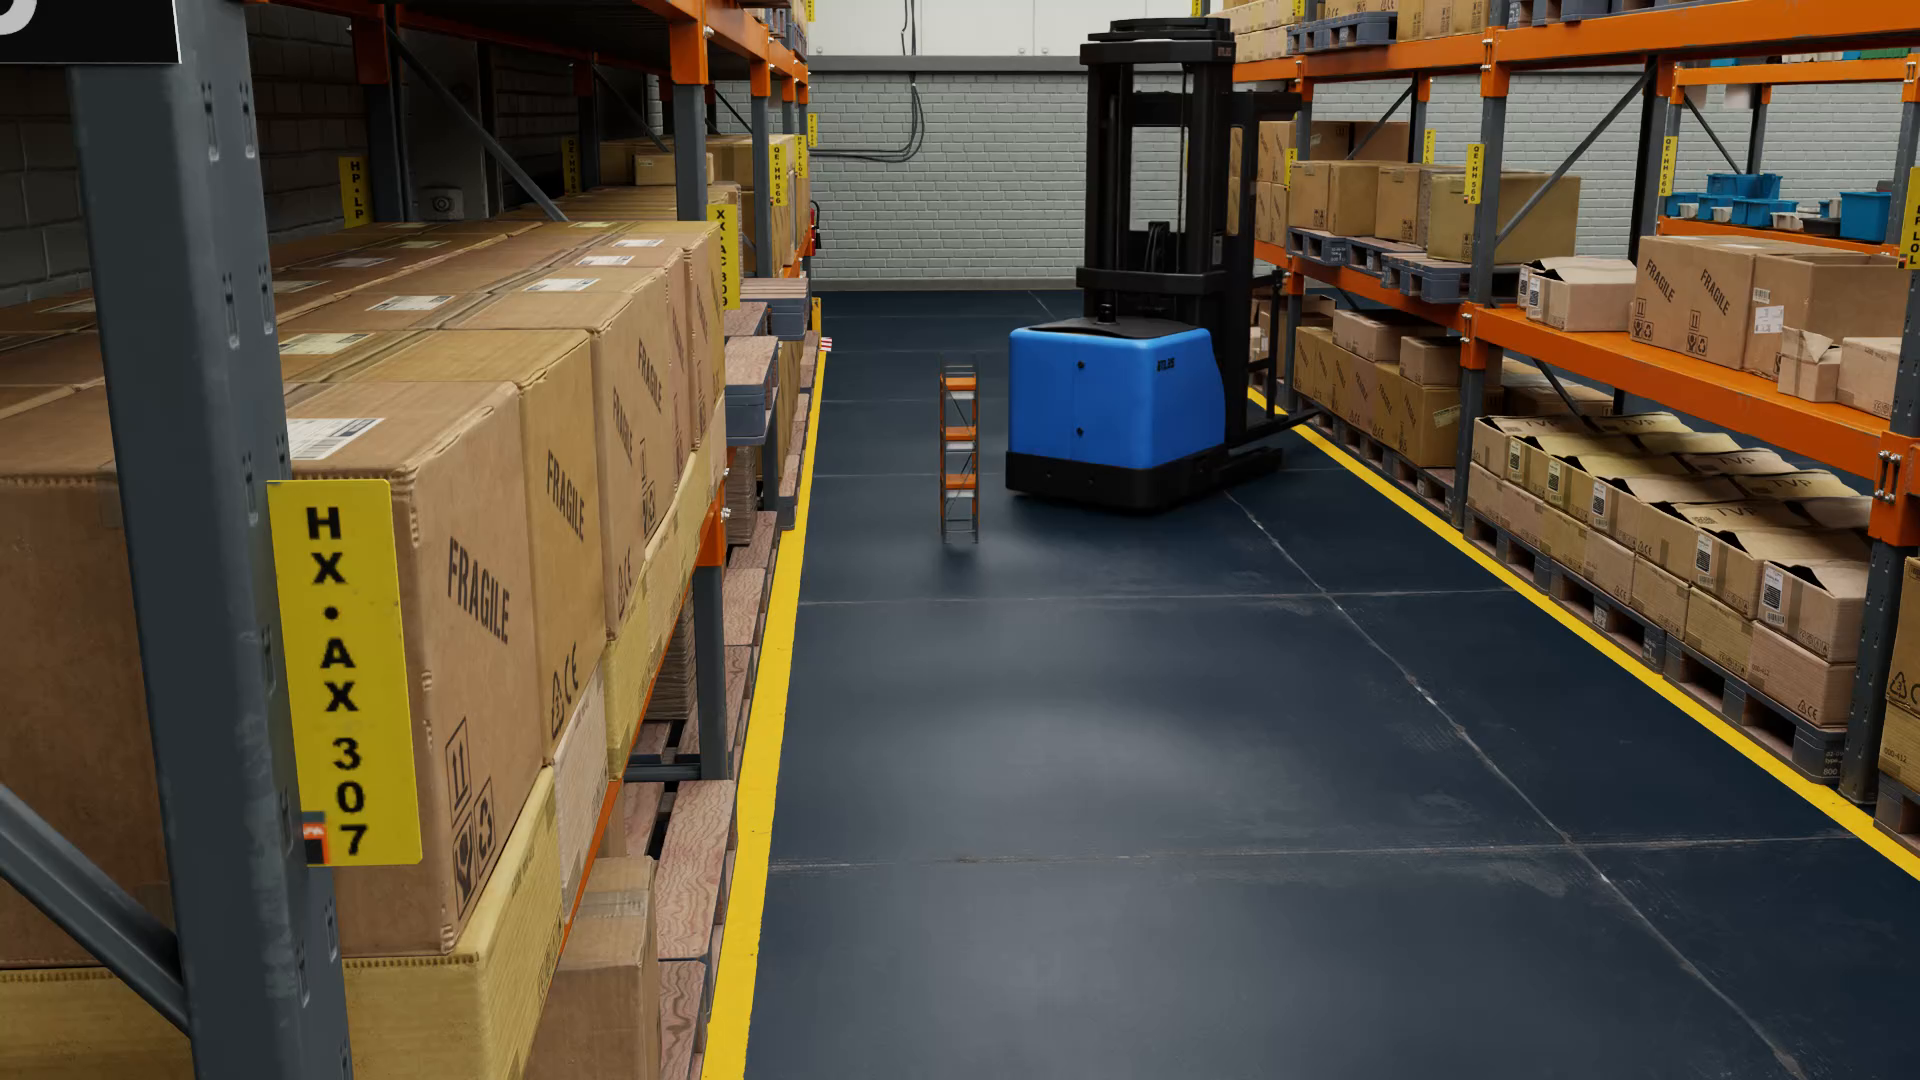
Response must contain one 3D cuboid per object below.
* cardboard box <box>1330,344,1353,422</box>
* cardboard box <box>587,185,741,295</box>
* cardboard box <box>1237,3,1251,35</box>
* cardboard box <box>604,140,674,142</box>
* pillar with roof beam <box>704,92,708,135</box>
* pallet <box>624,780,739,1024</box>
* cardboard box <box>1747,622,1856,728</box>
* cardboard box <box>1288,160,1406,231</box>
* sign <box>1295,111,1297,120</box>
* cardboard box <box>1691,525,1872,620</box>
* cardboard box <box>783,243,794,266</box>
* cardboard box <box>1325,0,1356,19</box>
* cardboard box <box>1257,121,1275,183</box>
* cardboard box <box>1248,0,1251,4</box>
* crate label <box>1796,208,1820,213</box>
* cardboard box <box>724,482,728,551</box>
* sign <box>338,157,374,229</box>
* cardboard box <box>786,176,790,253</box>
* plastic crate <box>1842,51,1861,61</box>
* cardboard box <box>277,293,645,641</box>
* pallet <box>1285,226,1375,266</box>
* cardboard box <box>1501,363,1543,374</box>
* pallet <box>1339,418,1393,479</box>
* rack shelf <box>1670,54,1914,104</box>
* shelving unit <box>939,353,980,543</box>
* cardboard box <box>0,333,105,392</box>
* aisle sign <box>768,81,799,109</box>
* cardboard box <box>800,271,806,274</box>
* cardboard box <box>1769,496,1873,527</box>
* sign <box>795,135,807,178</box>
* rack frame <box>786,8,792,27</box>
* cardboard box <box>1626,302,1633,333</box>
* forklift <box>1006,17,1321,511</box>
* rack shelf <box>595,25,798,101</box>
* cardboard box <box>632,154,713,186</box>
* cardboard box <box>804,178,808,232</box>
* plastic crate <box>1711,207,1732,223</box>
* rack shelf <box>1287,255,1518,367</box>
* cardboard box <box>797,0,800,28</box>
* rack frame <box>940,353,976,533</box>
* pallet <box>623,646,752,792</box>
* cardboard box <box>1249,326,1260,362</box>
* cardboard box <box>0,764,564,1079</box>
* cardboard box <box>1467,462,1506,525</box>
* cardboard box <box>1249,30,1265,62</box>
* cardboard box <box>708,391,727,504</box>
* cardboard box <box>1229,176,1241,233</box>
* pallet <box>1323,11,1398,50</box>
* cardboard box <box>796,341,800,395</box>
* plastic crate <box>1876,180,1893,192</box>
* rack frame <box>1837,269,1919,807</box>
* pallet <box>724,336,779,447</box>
[{"bbox_3d":[3.017,-1.145,12.089,0.500,0.500,0.500,-1,14,-3],"label":"cardboard box"},{"bbox_3d":[-1.433,-1.457,8.086,0.700,0.500,0.500,-2,15,-9],"label":"cardboard box"},{"bbox_3d":[2.775,-4.635,14.799,0.500,0.250,0.500,-1,14,-3],"label":"cardboard box"},{"bbox_3d":[-1.849,-2.254,9.924,0.500,0.250,0.500,-1,14,-5],"label":"cardboard box"},{"bbox_3d":[1.237,-7.070,18.947,9.100,9.000,0.400,-1,14,-3],"label":"pillar with roof beam"},{"bbox_3d":[-1.209,1.061,4.980,1.003,0.211,1.213,-1,14,-3],"label":"pallet"},{"bbox_3d":[3.343,0.496,6.254,0.500,0.250,0.500,-1,14,-4],"label":"cardboard box"},{"bbox_3d":[2.968,-2.654,12.777,0.700,0.500,0.500,-6,16,-22],"label":"cardboard box"},{"bbox_3d":[3.470,-4.235,17.009,0.100,0.325,0.005,-1,14,-3],"label":"sign"},{"bbox_3d":[3.308,0.098,6.677,0.500,0.311,0.500,0,14,-2],"label":"cardboard box"},{"bbox_3d":[-1.393,-2.062,11.983,0.380,0.149,0.250,-1,14,-3],"label":"cardboard box"},{"bbox_3d":[3.120,-4.150,12.370,0.600,0.600,0.600,-2,15,-9],"label":"cardboard box"},{"bbox_3d":[2.838,-3.305,14.144,0.500,0.500,0.500,-1,14,-5],"label":"cardboard box"},{"bbox_3d":[3.047,-5.127,15.208,0.700,0.500,0.500,-1,14,-3],"label":"cardboard box"},{"bbox_3d":[8.135,-3.154,16.172,0.396,0.136,0.243,-1,14,-3],"label":"crate label"},{"bbox_3d":[-1.521,-0.145,8.205,0.700,0.500,0.500,-1,14,-4],"label":"cardboard box"},{"bbox_3d":[-1.840,-1.007,5.098,0.100,0.325,0.005,-1,14,-3],"label":"sign"},{"bbox_3d":[-1.401,-2.161,11.068,0.500,0.500,0.500,0,14,-2],"label":"cardboard box"},{"bbox_3d":[7.731,-4.192,14.114,0.416,0.233,0.300,-1,14,-3],"label":"plastic crate"},{"bbox_3d":[-0.814,-0.137,2.793,0.500,0.500,0.500,-1,14,-5],"label":"cardboard box"},{"bbox_3d":[3.103,-2.230,12.558,1.003,0.211,1.213,-1,14,-3],"label":"pallet"},{"bbox_3d":[3.603,-0.903,11.151,0.500,0.500,0.500,-1,14,-4],"label":"cardboard box"},{"bbox_3d":[3.329,-0.667,11.694,1.003,0.211,1.213,-1,14,-3],"label":"pallet"},{"bbox_3d":[7.982,-4.200,15.255,1.077,0.370,4.000,-1,14,-3],"label":"rack shelf"},{"bbox_3d":[-0.003,-0.522,9.447,0.215,1.050,0.252,-1,14,-3],"label":"shelving unit"},{"bbox_3d":[-1.301,-0.001,2.266,0.500,0.500,0.500,-1,14,-3],"label":"cardboard box"},{"bbox_3d":[-1.735,-4.722,16.642,0.394,0.787,0.004,-1,14,-3],"label":"aisle sign"},{"bbox_3d":[-1.696,-2.546,16.273,0.380,0.149,0.250,-1,14,-4],"label":"cardboard box"},{"bbox_3d":[3.822,-0.037,7.199,0.500,0.311,0.500,-1,14,-5],"label":"cardboard box"},{"bbox_3d":[-1.241,-2.979,12.920,0.100,0.325,0.005,-1,14,-3],"label":"sign"},{"bbox_3d":[-1.782,-5.351,12.264,1.000,3.000,0.127,-1,14,-3],"label":"rack frame"},{"bbox_3d":[3.545,-1.090,8.248,0.380,0.149,0.250,0,14,1],"label":"cardboard box"},{"bbox_3d":[1.548,-1.911,11.070,1.130,2.935,3.031,10,17,34],"label":"forklift"},{"bbox_3d":[-1.658,-3.053,10.795,1.077,0.370,4.000,-1,14,-3],"label":"rack shelf"},{"bbox_3d":[-1.448,-1.861,8.356,0.380,0.149,0.250,-3,15,-13],"label":"cardboard box"},{"bbox_3d":[-1.932,-3.278,15.646,0.980,0.700,0.700,-1,14,-4],"label":"cardboard box"},{"bbox_3d":[7.524,-3.179,16.269,0.250,0.136,0.298,-1,14,-3],"label":"plastic crate"},{"bbox_3d":[3.286,-1.677,11.469,1.077,0.370,4.000,-1,14,-3],"label":"rack shelf"},{"bbox_3d":[-1.579,-4.380,13.769,0.500,0.250,0.500,-1,14,-5],"label":"cardboard box"},{"bbox_3d":[-0.011,-0.552,9.565,0.200,1.050,0.008,-1,14,-3],"label":"rack frame"},{"bbox_3d":[-1.336,0.701,6.379,1.003,0.211,1.213,-1,14,-3],"label":"pallet"},{"bbox_3d":[2.797,-1.758,14.852,0.500,0.311,0.500,-1,14,-3],"label":"cardboard box"},{"bbox_3d":[-0.752,0.475,1.920,0.500,0.250,0.500,-1,14,-5],"label":"cardboard box"},{"bbox_3d":[3.149,-0.265,9.213,0.500,0.250,0.500,-1,14,-4],"label":"cardboard box"},{"bbox_3d":[2.807,-4.269,14.378,0.500,0.250,0.500,-1,14,-3],"label":"cardboard box"},{"bbox_3d":[-0.954,-0.280,4.856,0.500,0.250,0.500,-1,14,-3],"label":"cardboard box"},{"bbox_3d":[2.774,-3.074,15.255,0.500,0.500,0.500,-1,14,-3],"label":"cardboard box"},{"bbox_3d":[3.200,-3.464,11.326,1.213,0.211,1.003,-1,14,-3],"label":"pallet"},{"bbox_3d":[-1.612,-1.448,12.607,0.750,0.750,0.750,-1,14,-3],"label":"cardboard box"},{"bbox_3d":[8.301,-2.885,14.469,0.402,0.464,0.583,-1,14,-3],"label":"plastic crate"},{"bbox_3d":[3.658,-0.533,5.580,1.000,3.000,0.127,-1,14,-3],"label":"rack frame"},{"bbox_3d":[-1.188,-0.555,6.051,1.003,0.211,1.213,-1,14,-3],"label":"pallet"}]
